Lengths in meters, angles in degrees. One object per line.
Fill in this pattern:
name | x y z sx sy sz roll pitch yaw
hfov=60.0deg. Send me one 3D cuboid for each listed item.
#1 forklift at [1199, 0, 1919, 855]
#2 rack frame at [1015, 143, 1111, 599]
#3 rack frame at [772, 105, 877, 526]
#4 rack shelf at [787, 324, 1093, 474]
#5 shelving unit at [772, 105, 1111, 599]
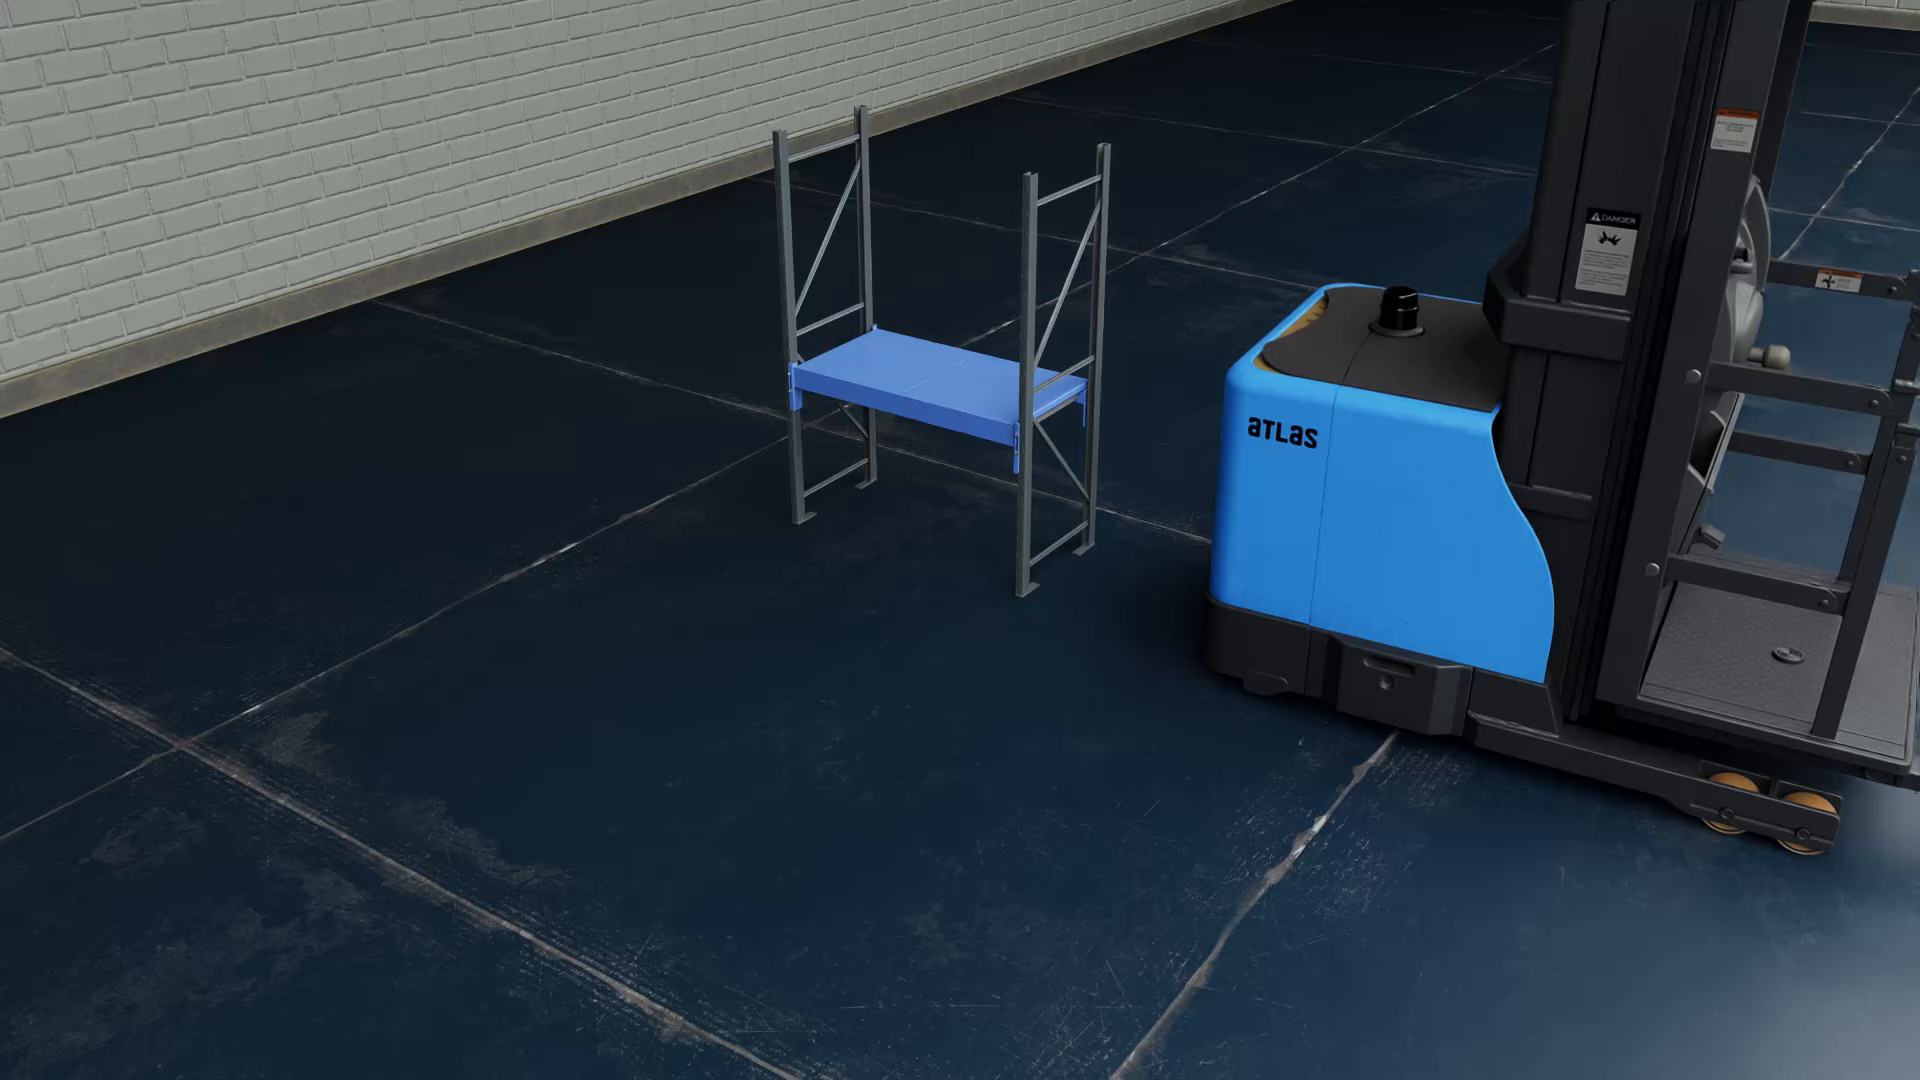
forklift | 2.310 -0.720 4.434 3.031 2.935 1.130 14 30 26
rack frame | 0.349 -0.560 5.696 0.032 1.500 0.500 17 32 30
rack frame | -0.489 -0.821 6.209 0.032 1.500 0.500 17 32 30
rack shelf | -0.070 -0.530 6.034 1.000 0.185 0.538 17 32 30
shelving unit | -0.070 -0.690 5.953 1.048 1.500 0.538 17 32 30
